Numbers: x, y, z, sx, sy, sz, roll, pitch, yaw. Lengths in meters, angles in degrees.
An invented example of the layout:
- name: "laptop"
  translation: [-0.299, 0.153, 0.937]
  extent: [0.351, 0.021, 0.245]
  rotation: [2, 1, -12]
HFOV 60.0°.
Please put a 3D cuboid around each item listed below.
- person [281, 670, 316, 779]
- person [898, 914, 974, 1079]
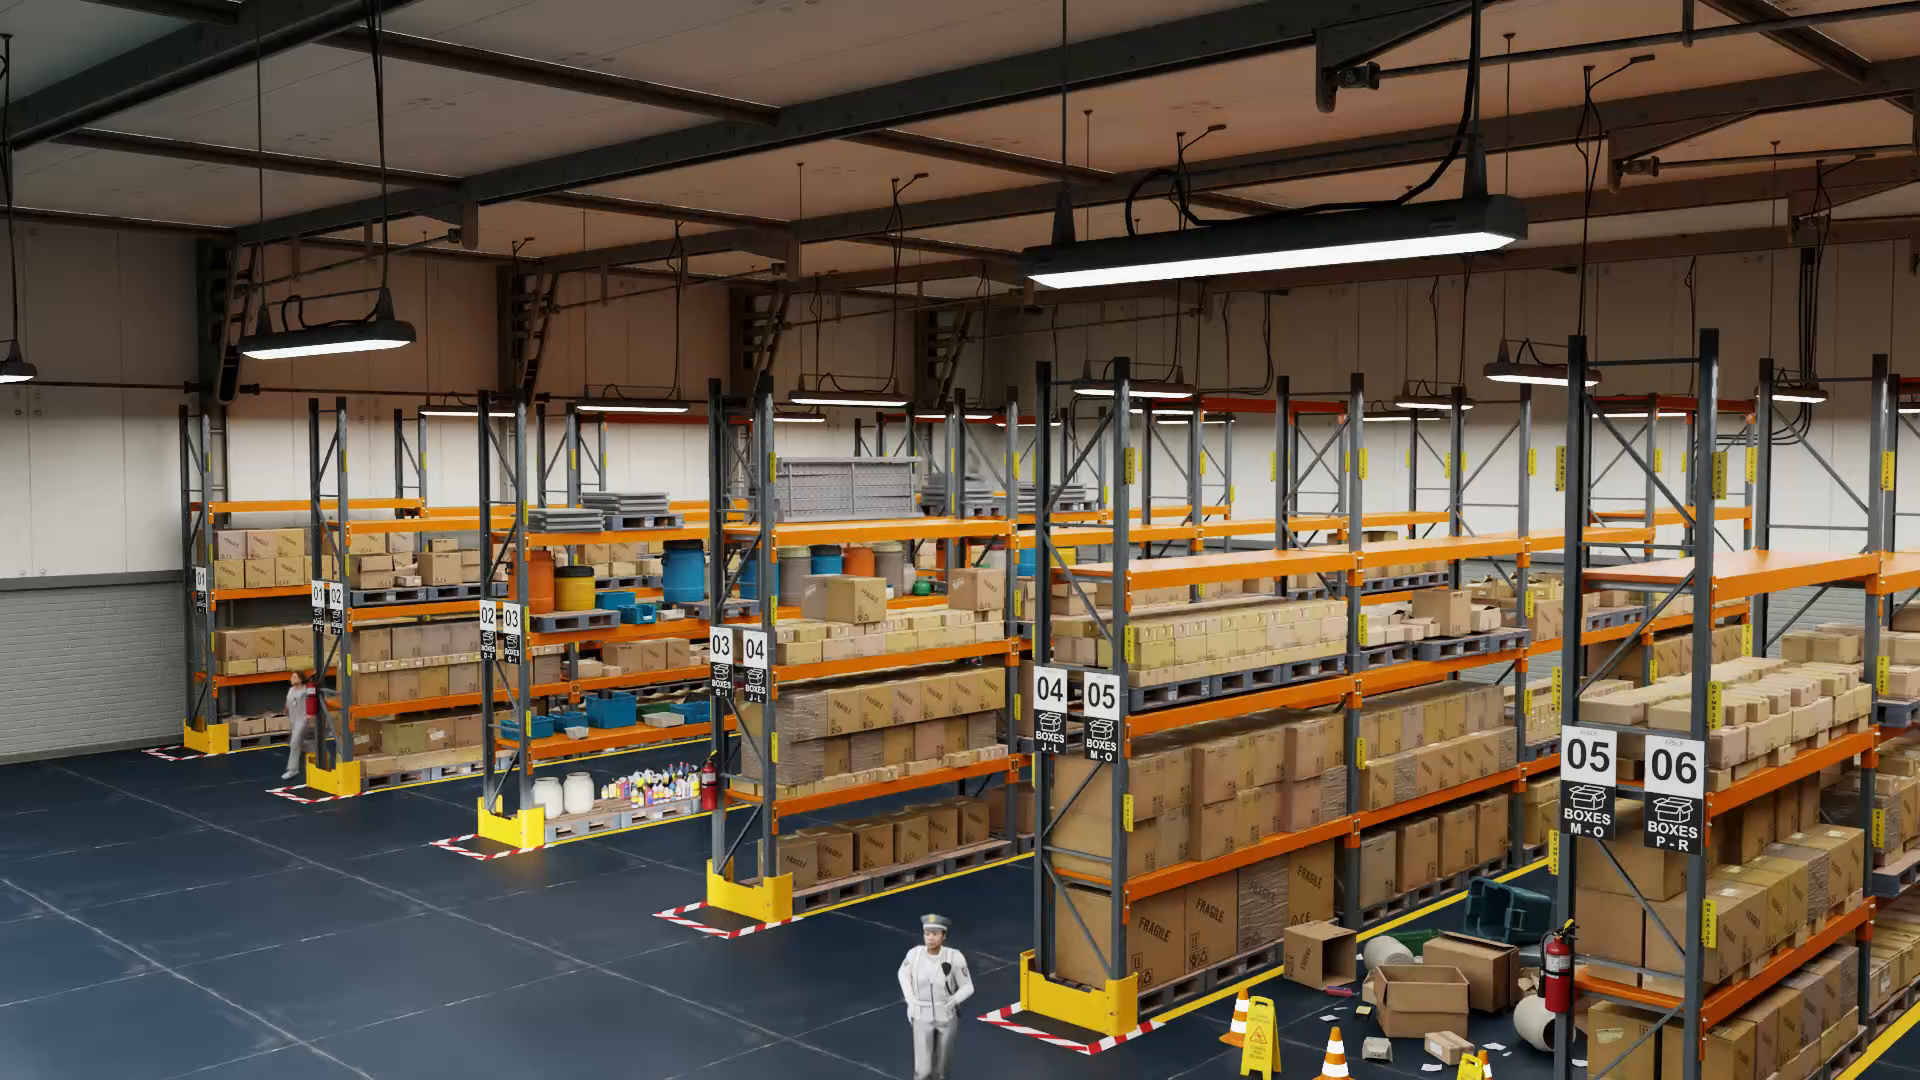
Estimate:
- name: "person"
  translation: [-10.574, 2.921, 26.698]
  extent: [0.611, 1.686, 0.910]
  rotation: [2, 3, 29]
- name: "person"
  translation: [-0.187, 3.656, 12.619]
  extent: [0.589, 1.674, 0.616]
  rotation: [0, 3, 1]
